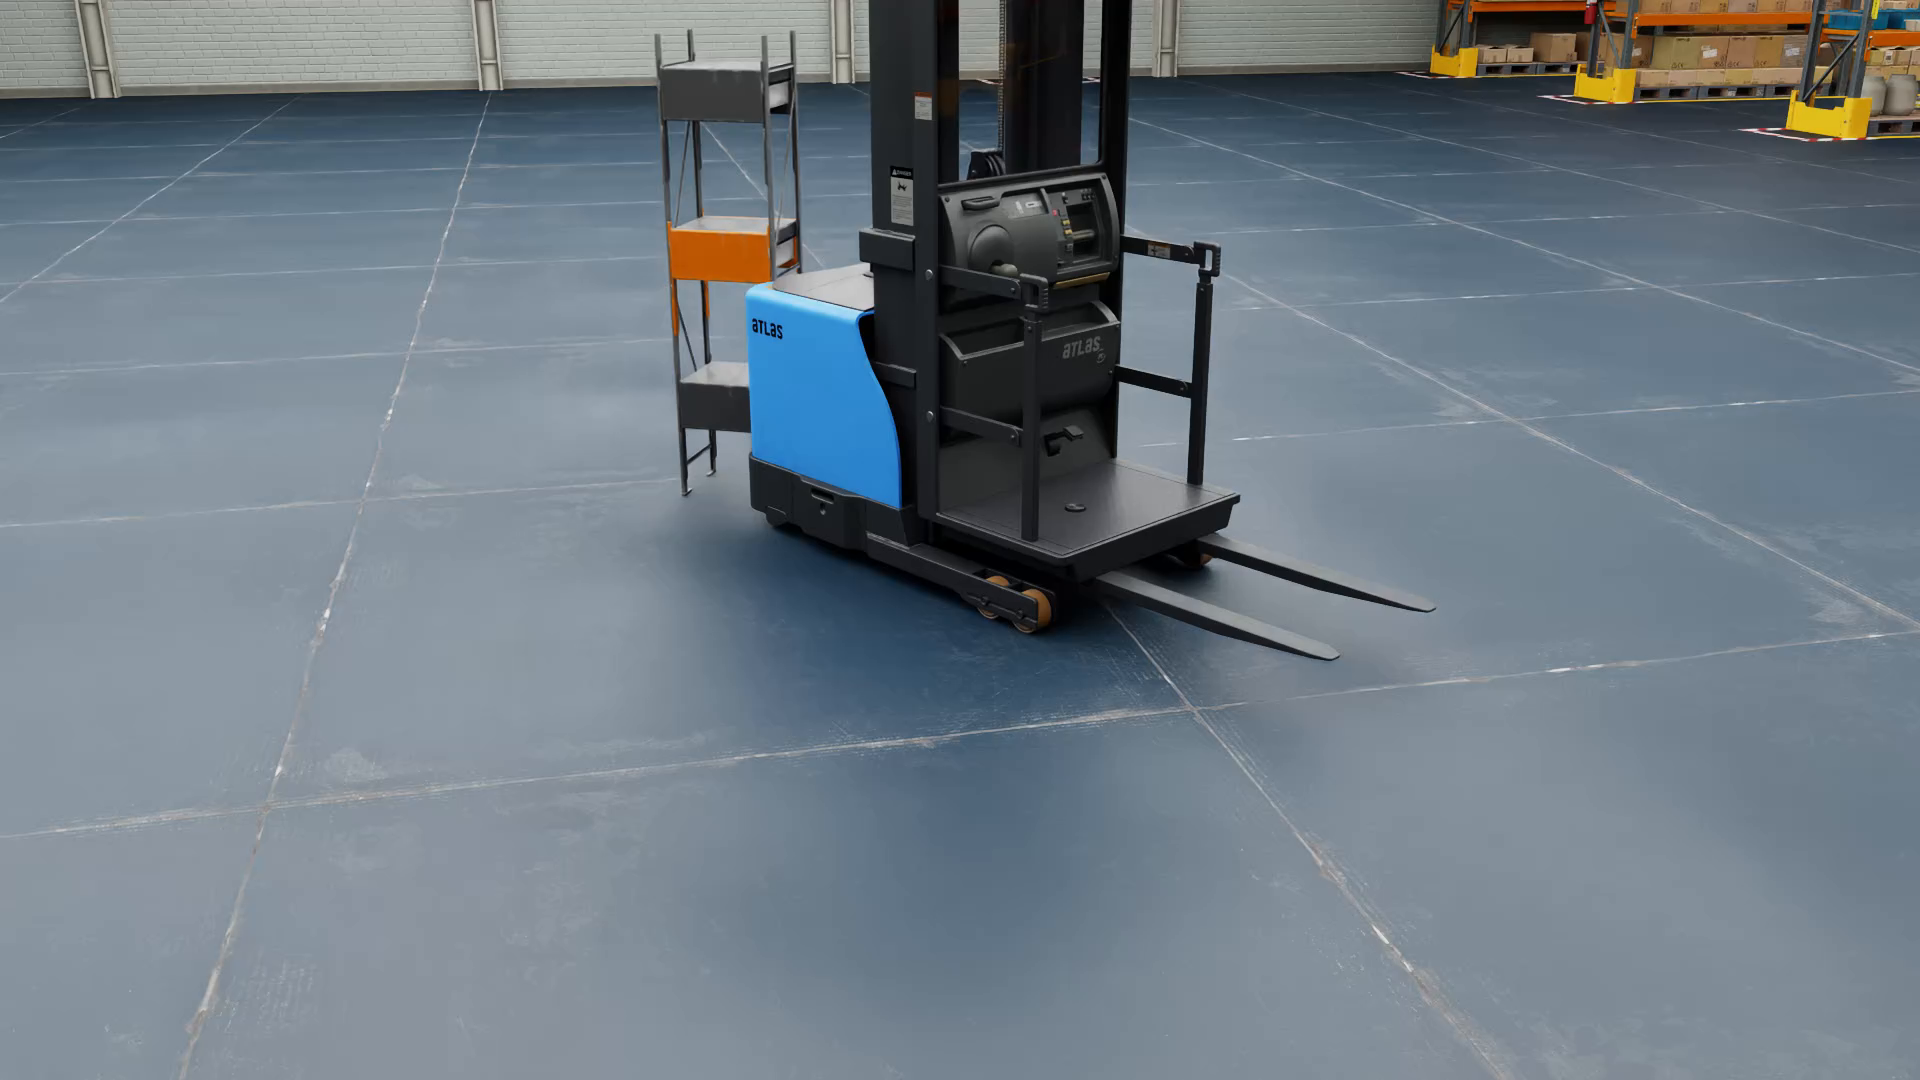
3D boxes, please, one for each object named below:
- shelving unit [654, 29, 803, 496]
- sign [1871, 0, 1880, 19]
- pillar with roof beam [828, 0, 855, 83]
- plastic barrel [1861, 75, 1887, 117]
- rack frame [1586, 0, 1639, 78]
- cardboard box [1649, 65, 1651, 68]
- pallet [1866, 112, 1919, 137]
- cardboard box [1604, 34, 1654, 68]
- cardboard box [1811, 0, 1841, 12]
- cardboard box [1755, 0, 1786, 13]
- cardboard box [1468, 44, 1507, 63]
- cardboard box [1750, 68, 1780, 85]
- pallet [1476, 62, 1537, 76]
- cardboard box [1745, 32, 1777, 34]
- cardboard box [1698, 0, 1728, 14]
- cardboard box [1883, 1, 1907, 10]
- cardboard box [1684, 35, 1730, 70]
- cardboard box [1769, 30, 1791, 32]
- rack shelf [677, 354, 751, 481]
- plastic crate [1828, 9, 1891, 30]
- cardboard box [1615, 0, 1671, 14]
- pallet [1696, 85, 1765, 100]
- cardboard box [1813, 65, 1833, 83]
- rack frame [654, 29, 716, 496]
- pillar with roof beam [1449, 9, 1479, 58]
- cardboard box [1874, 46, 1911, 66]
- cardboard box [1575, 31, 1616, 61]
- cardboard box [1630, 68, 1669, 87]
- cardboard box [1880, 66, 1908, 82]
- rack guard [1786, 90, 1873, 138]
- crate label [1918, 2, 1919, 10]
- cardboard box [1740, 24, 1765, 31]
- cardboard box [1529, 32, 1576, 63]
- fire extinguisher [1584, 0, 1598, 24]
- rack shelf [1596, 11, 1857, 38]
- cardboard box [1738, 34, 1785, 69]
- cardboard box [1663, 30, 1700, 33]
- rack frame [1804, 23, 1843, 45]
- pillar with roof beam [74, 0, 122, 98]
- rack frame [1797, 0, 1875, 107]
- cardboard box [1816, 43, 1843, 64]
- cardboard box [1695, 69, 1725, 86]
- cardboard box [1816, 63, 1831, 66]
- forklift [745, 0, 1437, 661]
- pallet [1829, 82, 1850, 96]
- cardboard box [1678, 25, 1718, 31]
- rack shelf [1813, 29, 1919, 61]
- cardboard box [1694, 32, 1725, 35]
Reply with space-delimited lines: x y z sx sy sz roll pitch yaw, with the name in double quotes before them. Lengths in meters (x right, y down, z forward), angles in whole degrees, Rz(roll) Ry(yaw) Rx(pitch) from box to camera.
"shelving unit" -1.025 -1.239 7.643 0.503 2.100 0.431 5 21 13
"sign" 11.525 -6.728 20.918 0.005 0.325 0.100 -5 21 -12
"pillar with roof beam" -1.083 -10.870 23.906 0.400 9.000 9.100 -5 21 -12
"plastic barrel" 12.025 -5.889 22.037 0.421 0.512 0.421 0 20 0
"rack frame" 10.266 -8.441 25.997 0.127 3.000 1.000 -5 21 -12
"cardboard box" 11.204 -7.532 26.902 0.500 0.250 0.500 -5 21 -12
"pallet" 12.257 -5.558 22.179 1.213 0.211 1.003 -5 21 -12
"cardboard box" 10.719 -7.841 26.656 0.500 0.500 0.500 -5 21 -12
"cardboard box" 13.728 -8.767 26.742 0.500 0.500 0.700 -5 21 -14
"cardboard box" 12.727 -8.685 26.518 0.500 0.500 0.700 -4 21 -12
"cardboard box" 9.817 -9.068 30.977 0.500 0.311 0.500 -7 21 -19
"cardboard box" 12.786 -7.473 26.741 0.500 0.250 0.500 -5 21 -12
"pallet" 9.995 -8.848 31.162 1.213 0.211 1.003 -5 21 -12
"cardboard box" 13.151 -8.042 27.203 0.500 0.500 0.500 -5 21 -12
"cardboard box" 11.718 -8.601 26.289 0.500 0.500 0.700 -5 21 -12
"cardboard box" 15.068 -8.641 26.909 0.250 0.149 0.380 -5 21 -12
"cardboard box" 11.809 -7.751 26.411 0.500 0.500 0.500 -5 21 -12
"cardboard box" 15.691 -9.689 32.397 0.500 0.500 0.700 -5 21 -13
"rack shelf" -1.025 -0.570 7.890 0.480 0.518 0.431 5 21 13
"plastic crate" 11.820 -6.853 21.877 0.616 0.251 0.499 -5 21 -12
"cardboard box" 10.723 -8.521 26.069 0.500 0.500 0.700 -5 21 -12
"pallet" 12.186 -7.302 26.940 1.213 0.211 1.003 -5 21 -12
"cardboard box" 13.758 -7.554 26.962 0.500 0.250 0.500 -5 21 -12
"rack frame" -1.262 -1.260 7.698 0.015 2.100 0.400 5 21 13
"pillar with roof beam" 10.595 -11.820 26.499 0.400 9.000 9.100 -5 21 -12
"cardboard box" 15.107 -7.914 27.130 0.500 0.311 0.500 -5 21 -13
"cardboard box" 12.014 -9.353 31.480 0.500 0.500 0.500 -6 21 -17
"cardboard box" 10.839 -7.315 26.310 0.500 0.250 0.500 -5 21 -12
"cardboard box" 15.106 -7.653 27.232 0.500 0.250 0.500 -4 21 -11
"rack guard" 11.465 -5.631 21.959 0.348 0.500 1.175 -5 21 -12
"crate label" 13.131 -7.035 22.108 0.616 0.435 0.502 -5 21 -12
"cardboard box" 15.151 -9.976 32.092 0.500 0.250 0.500 -5 21 -13
"cardboard box" 11.097 -9.243 31.180 0.500 0.500 0.700 -6 21 -16
"fire extinguisher" 10.044 -8.551 26.409 0.183 0.674 0.296 -5 21 -12
"rack shelf" 12.212 -8.262 26.553 4.000 0.370 1.077 -5 21 -12
"cardboard box" 12.783 -7.829 26.624 0.500 0.500 0.500 -5 21 -12
"cardboard box" 13.728 -9.512 31.915 0.500 0.500 0.700 -4 20 -11
"rack frame" 16.908 -10.732 32.251 0.127 3.000 1.000 -5 21 -12
"pillar with roof beam" -12.761 -9.920 21.313 0.400 9.000 9.100 -5 21 -12
"rack frame" 11.402 -6.783 21.470 0.127 3.000 1.000 -5 21 -12
"cardboard box" 14.487 -8.055 27.515 0.500 0.311 0.500 -5 21 -12
"cardboard box" 11.812 -7.395 26.529 0.500 0.250 0.500 -5 21 -12
"cardboard box" 14.496 -7.794 27.616 0.500 0.250 0.500 -5 21 -13
"forklift" 0.435 -1.221 6.385 1.130 2.935 3.031 -18 27 -41
"pallet" 14.867 -7.520 27.536 1.213 0.211 1.003 -5 21 -12
"cardboard box" 14.155 -9.900 31.885 0.500 0.250 0.500 -5 21 -14
"rack shelf" 13.349 -6.603 22.026 4.000 0.370 1.077 -5 21 -12
"cardboard box" 12.176 -7.964 26.993 0.500 0.500 0.500 -5 21 -12
